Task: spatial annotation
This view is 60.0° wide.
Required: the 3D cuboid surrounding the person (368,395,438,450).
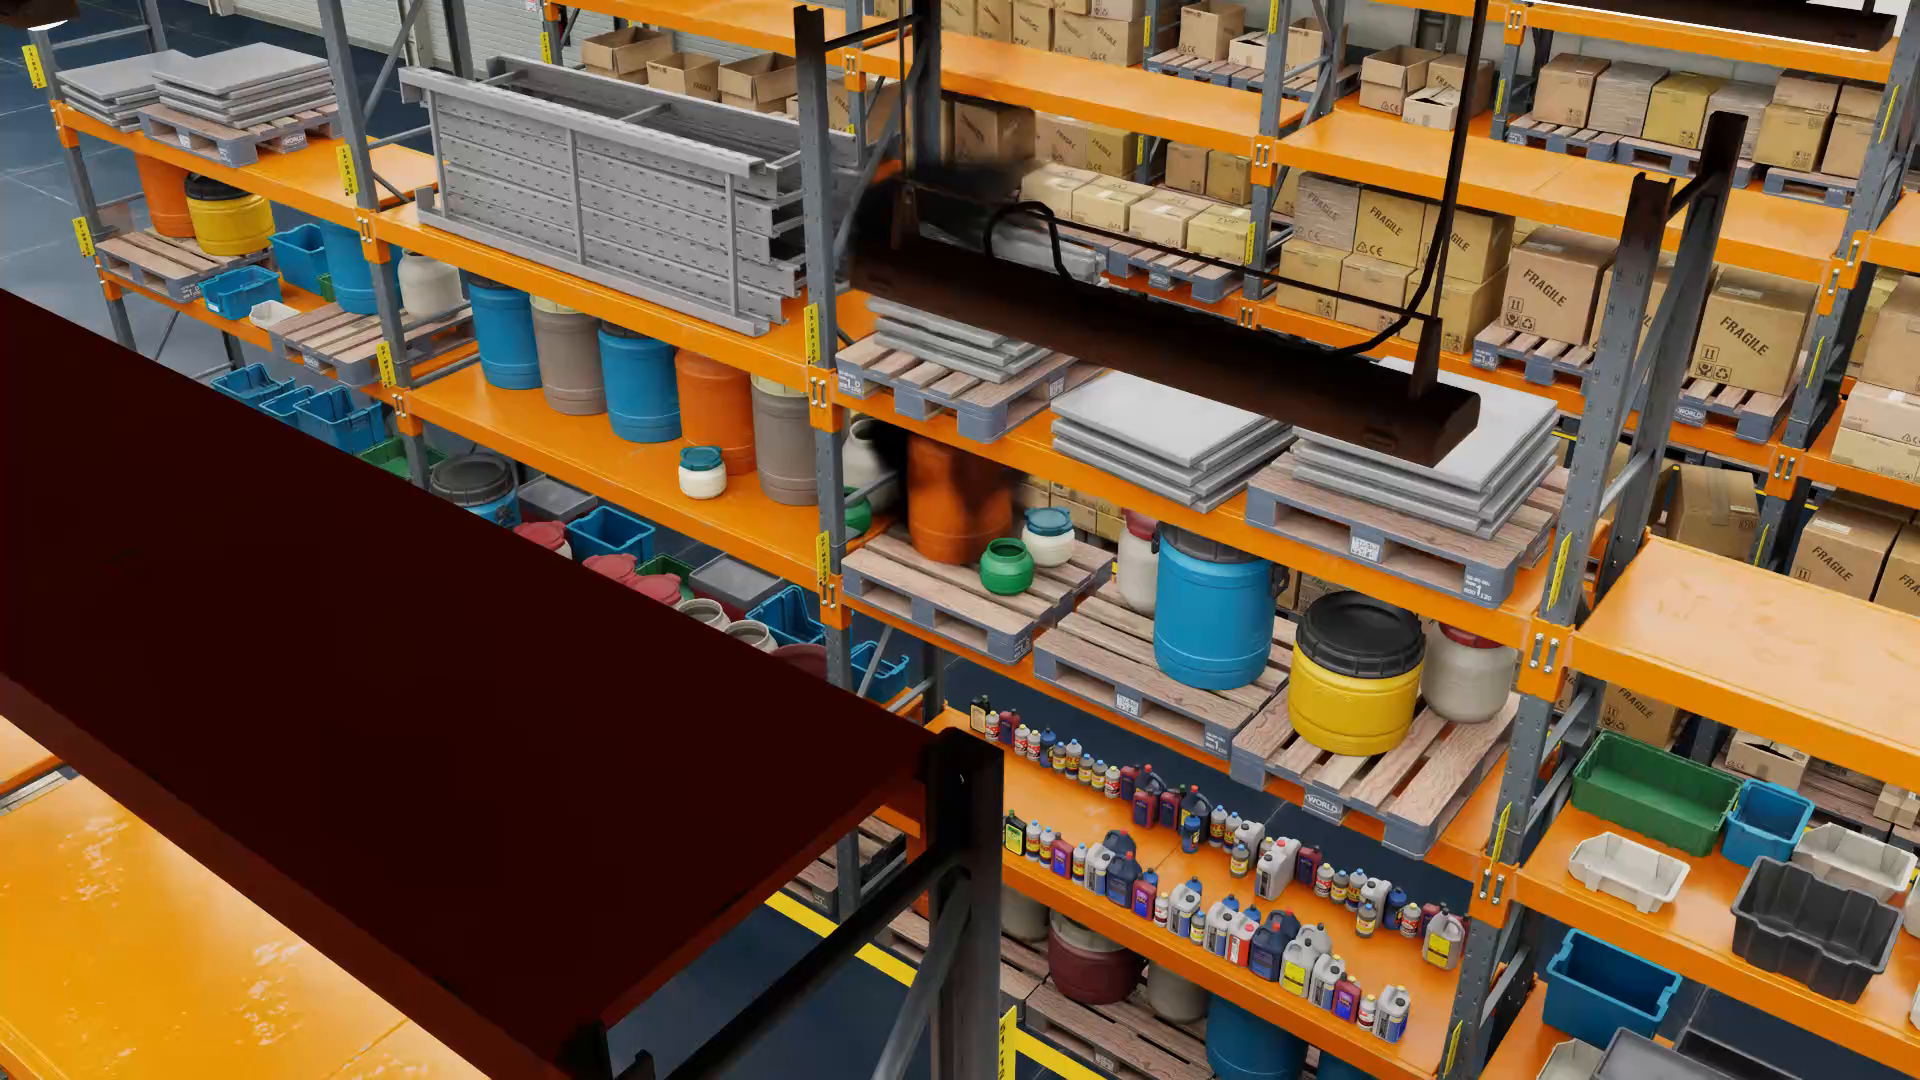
[{"bbox_3d":[-5.502,-1.397,16.033,0.791,1.676,0.637,18,36,27],"label":"person"}]
